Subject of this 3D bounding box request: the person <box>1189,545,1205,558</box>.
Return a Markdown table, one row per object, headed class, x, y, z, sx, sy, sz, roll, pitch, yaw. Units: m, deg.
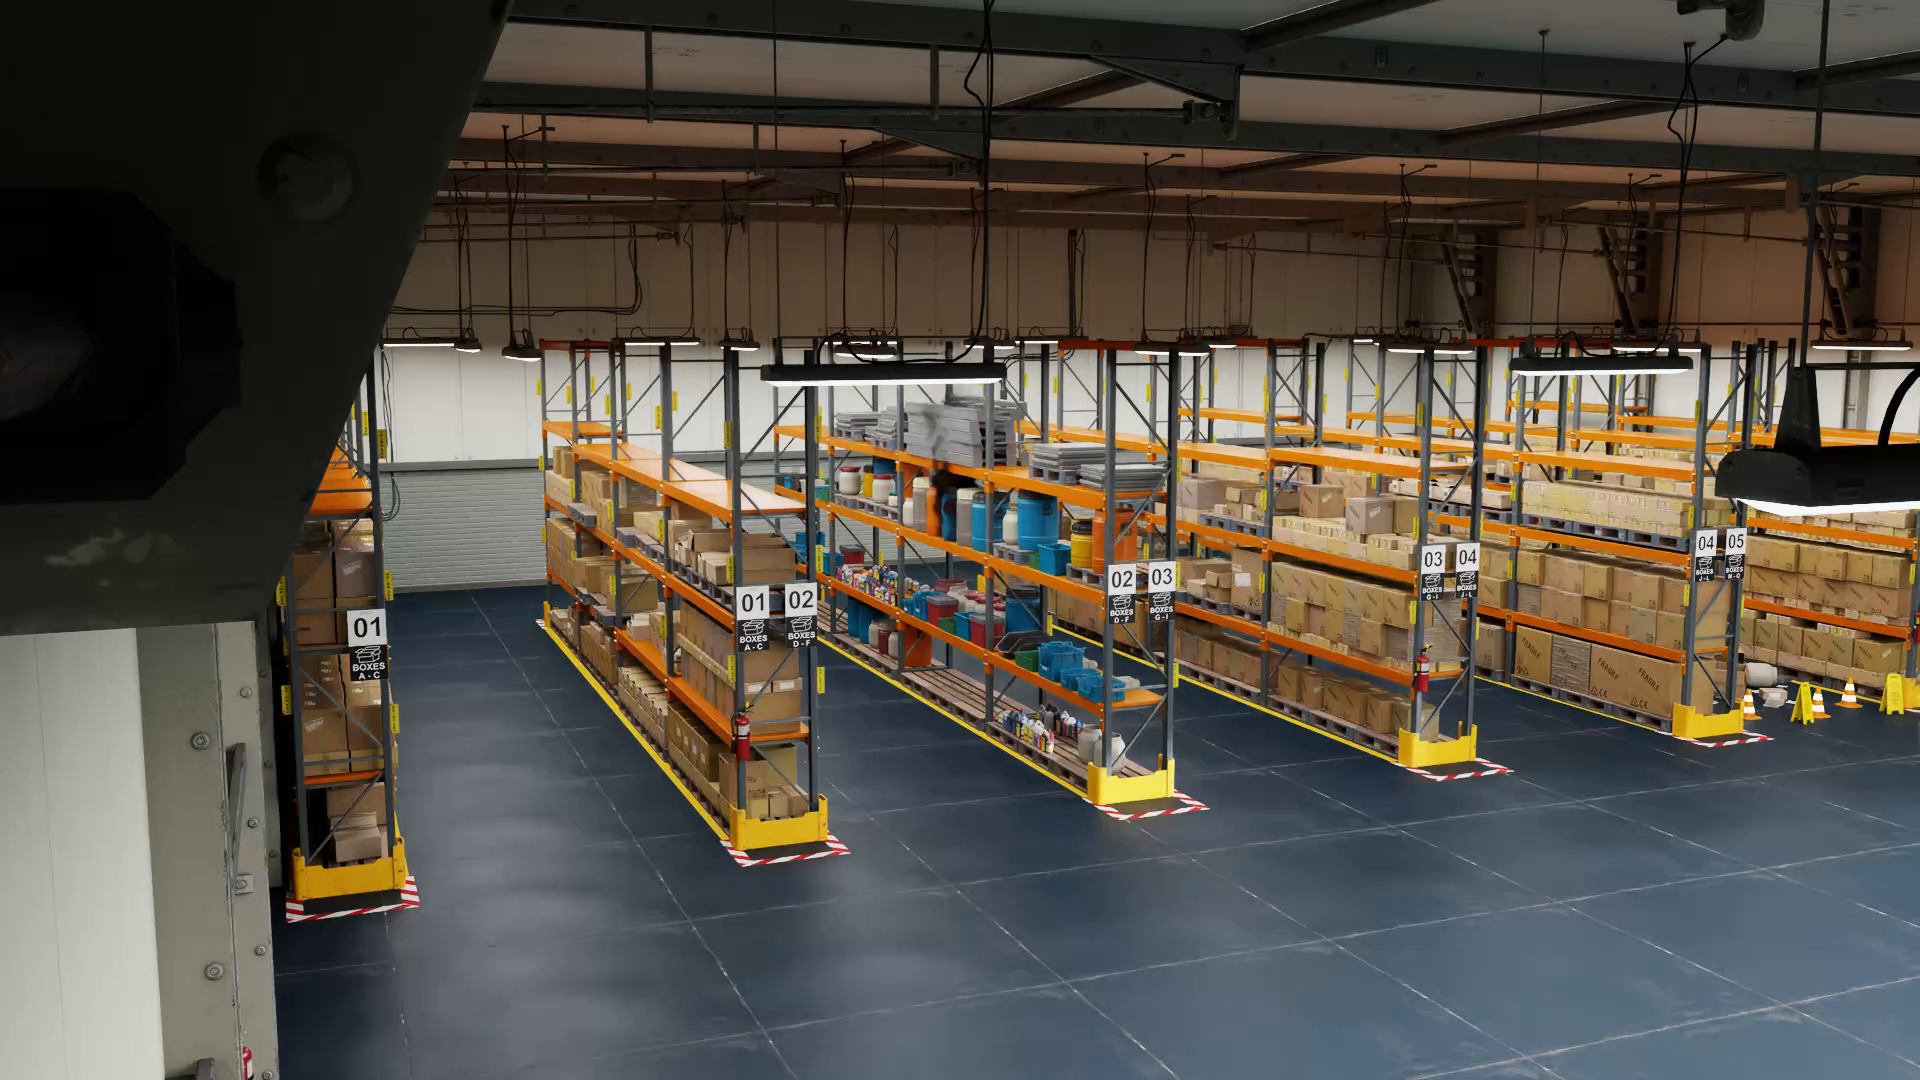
| class | x | y | z | sx | sy | sz | roll | pitch | yaw |
| --- | --- | --- | --- | --- | --- | --- | --- | --- | --- |
| person | 6.044 | 0.018 | 41.990 | 0.822 | 1.830 | 0.670 | -2 | 8 | -16 |
